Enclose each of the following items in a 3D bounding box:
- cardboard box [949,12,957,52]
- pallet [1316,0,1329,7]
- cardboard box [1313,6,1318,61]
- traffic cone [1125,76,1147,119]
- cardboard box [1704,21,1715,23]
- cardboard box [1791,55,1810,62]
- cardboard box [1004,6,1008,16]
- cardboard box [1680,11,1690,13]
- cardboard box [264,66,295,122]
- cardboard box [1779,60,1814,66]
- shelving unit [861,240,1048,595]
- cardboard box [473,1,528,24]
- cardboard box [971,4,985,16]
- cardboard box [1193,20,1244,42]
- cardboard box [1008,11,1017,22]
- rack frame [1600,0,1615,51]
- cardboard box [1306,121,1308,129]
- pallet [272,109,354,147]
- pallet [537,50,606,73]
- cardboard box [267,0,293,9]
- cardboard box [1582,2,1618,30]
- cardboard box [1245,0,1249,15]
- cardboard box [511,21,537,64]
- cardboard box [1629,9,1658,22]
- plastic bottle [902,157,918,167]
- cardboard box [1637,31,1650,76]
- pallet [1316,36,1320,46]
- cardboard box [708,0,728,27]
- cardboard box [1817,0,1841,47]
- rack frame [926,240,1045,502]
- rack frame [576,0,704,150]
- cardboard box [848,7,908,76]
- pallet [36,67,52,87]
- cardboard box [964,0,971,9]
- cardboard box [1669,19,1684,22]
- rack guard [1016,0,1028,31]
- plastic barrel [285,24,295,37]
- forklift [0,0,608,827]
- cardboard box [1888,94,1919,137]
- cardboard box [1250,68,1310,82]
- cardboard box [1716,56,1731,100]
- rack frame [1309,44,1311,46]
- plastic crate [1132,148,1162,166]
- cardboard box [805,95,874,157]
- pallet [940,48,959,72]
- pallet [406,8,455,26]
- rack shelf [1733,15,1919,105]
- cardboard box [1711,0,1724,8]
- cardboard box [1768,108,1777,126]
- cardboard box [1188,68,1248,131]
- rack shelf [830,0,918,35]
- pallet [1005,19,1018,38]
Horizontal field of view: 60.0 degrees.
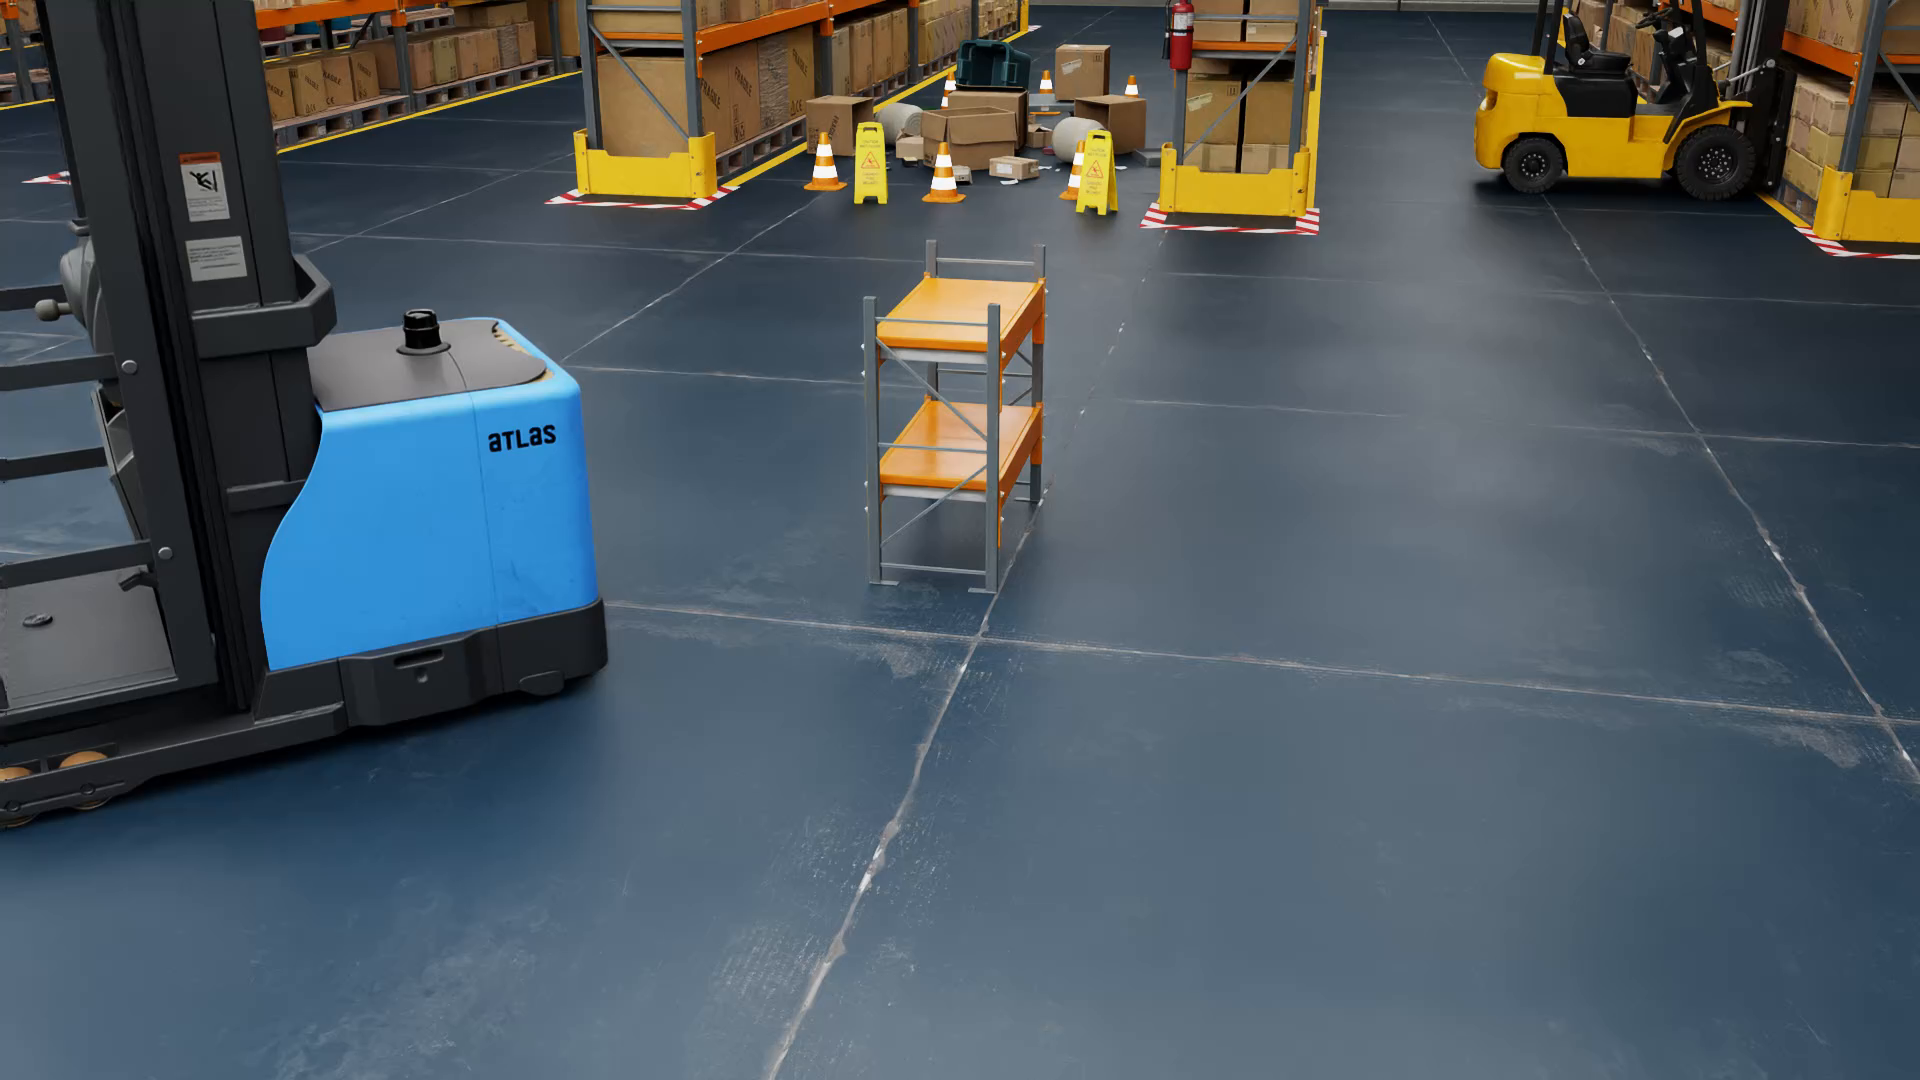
[{"bbox_3d":[-0.339,-7.140,23.352,0.500,0.500,0.500,4,22,10],"label":"cardboard box"},{"bbox_3d":[3.312,-5.683,17.206,1.003,0.211,1.213,4,22,11],"label":"pallet"},{"bbox_3d":[4.238,-6.748,21.875,0.875,0.875,0.875,5,22,12],"label":"cardboard box"},{"bbox_3d":[1.896,-4.887,18.369,0.336,0.463,0.334,4,22,11],"label":"traffic cone"},{"bbox_3d":[9.181,-6.188,20.118,0.380,0.149,0.250,5,23,13],"label":"cardboard box"},{"bbox_3d":[7.962,-4.315,15.333,0.500,0.250,0.500,5,22,12],"label":"cardboard box"},{"bbox_3d":[0.570,-8.648,27.166,0.380,0.149,0.250,5,22,12],"label":"cardboard box"},{"bbox_3d":[9.490,-6.755,21.527,0.380,0.149,0.250,5,22,12],"label":"cardboard box"},{"bbox_3d":[-7.126,-4.507,16.814,0.500,0.500,0.500,7,23,16],"label":"cardboard box"},{"bbox_3d":[7.353,-4.171,14.974,0.500,0.250,0.500,4,22,11],"label":"cardboard box"},{"bbox_3d":[0.001,-0.524,6.650,0.538,1.125,1.048,4,22,11],"label":"shelving unit"},{"bbox_3d":[-5.979,-6.867,21.642,0.500,0.250,0.500,5,23,13],"label":"cardboard box"},{"bbox_3d":[0.166,-8.125,25.469,0.380,0.149,0.250,6,23,14],"label":"cardboard box"},{"bbox_3d":[2.064,-4.077,13.298,0.380,0.149,0.250,5,23,13],"label":"cardboard box"},{"bbox_3d":[0.739,-8.795,27.930,0.380,0.149,0.250,5,23,13],"label":"cardboard box"},{"bbox_3d":[9.506,-8.052,22.832,1.000,3.000,0.127,4,22,11],"label":"rack frame"},{"bbox_3d":[2.843,-3.621,14.947,0.500,0.250,0.500,6,23,15],"label":"cardboard box"},{"bbox_3d":[-7.037,-4.270,17.173,1.003,0.211,1.213,4,22,11],"label":"pallet"},{"bbox_3d":[-5.637,-6.711,23.234,1.003,0.211,1.213,4,22,11],"label":"pallet"},{"bbox_3d":[-6.812,-5.307,16.352,0.380,0.149,0.250,4,22,11],"label":"cardboard box"},{"bbox_3d":[9.686,-7.839,25.086,0.500,0.500,0.500,5,22,12],"label":"cardboard box"},{"bbox_3d":[2.145,-4.627,13.796,0.500,0.500,0.500,5,22,11],"label":"cardboard box"},{"bbox_3d":[-5.989,-6.520,21.784,0.700,0.500,0.500,3,22,8],"label":"cardboard box"},{"bbox_3d":[9.020,-6.886,21.852,0.380,0.149,0.250,4,22,11],"label":"cardboard box"},{"bbox_3d":[-0.473,-3.547,15.579,0.133,0.061,0.283,-3,22,-8],"label":"plastic bottle"},{"bbox_3d":[8.678,-5.978,20.466,0.500,0.500,0.500,4,22,10],"label":"cardboard box"},{"bbox_3d":[4.877,-7.408,24.965,1.003,0.211,1.213,4,22,11],"label":"pallet"},{"bbox_3d":[-2.547,-4.793,14.538,0.875,0.550,0.550,4,22,11],"label":"cardboard box"},{"bbox_3d":[7.015,-4.099,12.883,0.500,0.500,0.500,5,23,13],"label":"cardboard box"},{"bbox_3d":[0.105,-0.710,7.111,0.500,1.125,0.032,4,22,11],"label":"rack frame"},{"bbox_3d":[-2.669,-4.381,13.717,1.000,3.000,0.127,4,22,11],"label":"rack frame"},{"bbox_3d":[-1.249,-6.242,20.787,1.050,0.750,0.750,4,22,10],"label":"cardboard box"},{"bbox_3d":[-11.168,-6.081,21.670,1.003,0.211,1.213,4,22,11],"label":"pallet"},{"bbox_3d":[-0.125,-7.861,24.138,0.500,0.250,0.500,4,22,9],"label":"cardboard box"},{"bbox_3d":[8.665,-6.321,20.448,0.380,0.149,0.250,4,22,9],"label":"cardboard box"},{"bbox_3d":[0.580,-9.045,28.644,1.175,0.500,0.348,4,22,11],"label":"rack guard"},{"bbox_3d":[-10.379,-7.947,25.338,0.421,0.512,0.421,0,22,0],"label":"plastic barrel"},{"bbox_3d":[-2.732,-0.758,4.811,3.031,2.935,1.130,-12,25,-27],"label":"forklift"},{"bbox_3d":[7.340,-3.208,12.584,0.500,0.250,0.500,4,22,10],"label":"cardboard box"},{"bbox_3d":[2.739,-3.782,14.344,0.500,0.500,0.500,4,22,9],"label":"cardboard box"},{"bbox_3d":[7.969,-4.412,16.409,0.875,0.625,0.625,5,23,13],"label":"cardboard box"},{"bbox_3d":[3.013,-5.504,16.504,1.000,3.000,0.127,4,22,11],"label":"rack frame"},{"bbox_3d":[1.890,-3.638,15.779,0.402,0.080,0.583,-3,22,-8],"label":"plastic crate"},{"bbox_3d":[-1.165,-4.040,16.212,0.500,0.500,0.500,8,23,20],"label":"cardboard box"},{"bbox_3d":[-0.625,-6.744,23.316,1.003,0.211,1.213,4,22,11],"label":"pallet"},{"bbox_3d":[-9.295,-9.433,29.993,1.003,0.211,1.213,4,22,11],"label":"pallet"},{"bbox_3d":[7.465,-4.061,13.886,1.077,0.370,4.000,4,22,11],"label":"rack shelf"},{"bbox_3d":[7.817,-5.446,16.560,0.500,0.250,0.500,4,22,11],"label":"cardboard box"},{"bbox_3d":[7.154,-3.573,14.158,0.500,0.250,0.500,4,22,11],"label":"cardboard box"},{"bbox_3d":[2.208,-3.812,14.418,0.500,0.500,0.500,5,23,13],"label":"cardboard box"},{"bbox_3d":[-1.445,-6.242,19.299,1.077,0.370,4.000,4,22,11],"label":"rack shelf"},{"bbox_3d":[0.379,-8.617,27.967,1.003,0.211,1.213,4,22,11],"label":"pallet"}]
